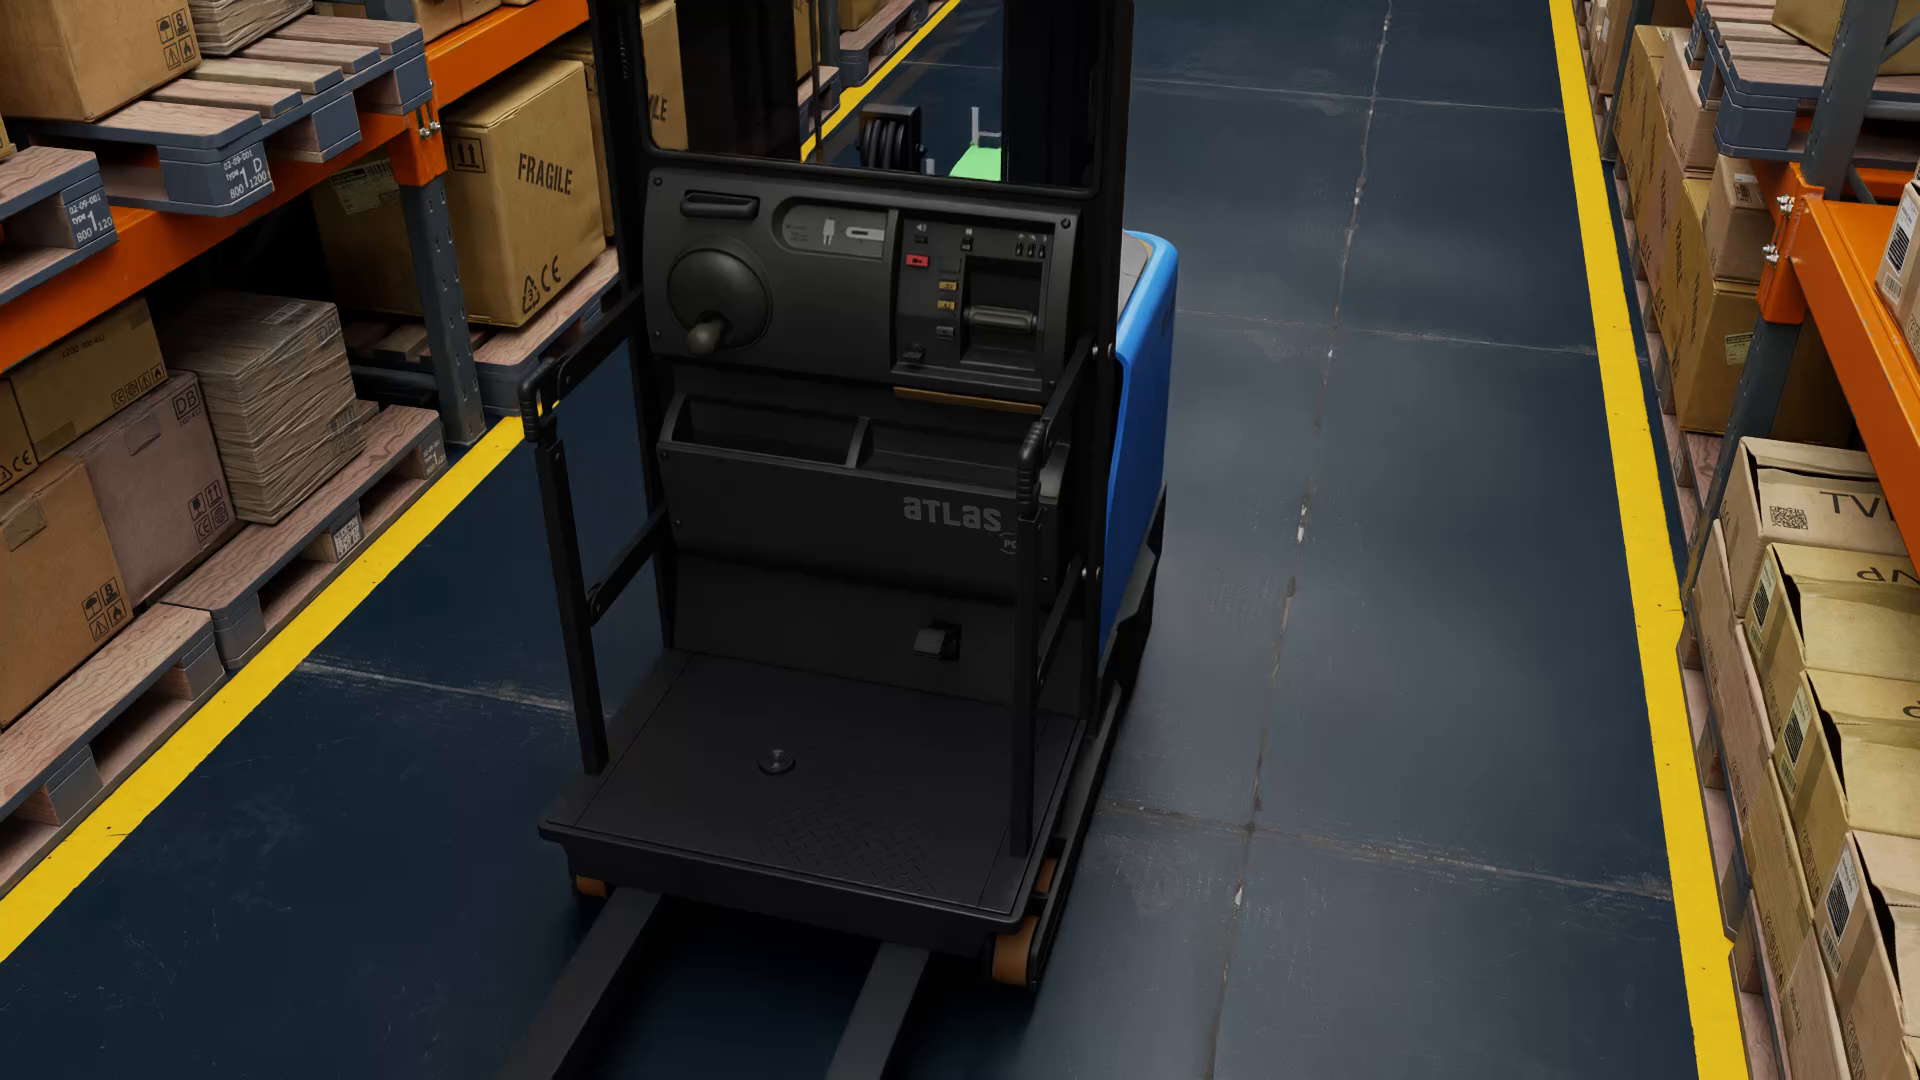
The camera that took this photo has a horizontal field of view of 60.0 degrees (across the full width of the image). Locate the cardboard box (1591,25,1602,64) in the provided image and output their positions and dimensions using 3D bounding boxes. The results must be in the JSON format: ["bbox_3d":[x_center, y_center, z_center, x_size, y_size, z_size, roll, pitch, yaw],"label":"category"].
[{"bbox_3d":[3.555,-2.603,8.796,0.380,0.149,0.250,8,33,12],"label":"cardboard box"}]

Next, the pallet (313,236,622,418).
[{"bbox_3d":[-1.887,-0.902,6.473,1.003,0.211,1.213,8,33,12],"label":"pallet"}]

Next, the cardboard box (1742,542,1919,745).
[{"bbox_3d":[2.090,0.244,3.719,0.500,0.311,0.500,7,33,11],"label":"cardboard box"}]

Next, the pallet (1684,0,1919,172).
[{"bbox_3d":[2.736,-1.288,4.659,1.213,0.211,1.003,8,33,12],"label":"pallet"}]

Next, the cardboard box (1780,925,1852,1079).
[{"bbox_3d":[1.832,1.005,3.045,0.500,0.250,0.500,9,33,13],"label":"cardboard box"}]

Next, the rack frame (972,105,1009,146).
[{"bbox_3d":[0.156,-0.811,5.408,0.240,1.200,0.015,9,33,13],"label":"rack frame"}]

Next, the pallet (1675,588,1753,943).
[{"bbox_3d":[2.386,0.591,4.124,1.003,0.211,1.213,8,33,12],"label":"pallet"}]

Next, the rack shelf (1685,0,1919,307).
[{"bbox_3d":[3.140,-1.742,5.865,1.077,0.370,4.000,8,33,12],"label":"rack shelf"}]

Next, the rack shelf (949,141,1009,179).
[{"bbox_3d":[0.090,-1.036,4.986,0.258,0.148,0.480,9,33,13],"label":"rack shelf"}]

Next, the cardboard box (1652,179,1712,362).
[{"bbox_3d":[2.774,-0.924,5.828,0.500,0.500,0.500,7,33,11],"label":"cardboard box"}]

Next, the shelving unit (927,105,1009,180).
[{"bbox_3d":[0.090,-0.685,5.210,0.258,1.200,0.503,9,33,13],"label":"shelving unit"}]

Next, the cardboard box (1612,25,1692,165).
[{"bbox_3d":[3.289,-1.996,7.514,0.500,0.500,0.500,7,33,10],"label":"cardboard box"}]

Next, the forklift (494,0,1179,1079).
[{"bbox_3d":[-0.276,-0.483,3.277,1.130,2.935,3.031,9,33,13],"label":"forklift"}]

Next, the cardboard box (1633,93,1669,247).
[{"bbox_3d":[3.030,-1.460,6.670,0.500,0.500,0.500,8,33,13],"label":"cardboard box"}]

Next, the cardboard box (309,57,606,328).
[{"bbox_3d":[-1.847,-1.314,6.133,0.750,0.750,0.750,8,33,12],"label":"cardboard box"}]

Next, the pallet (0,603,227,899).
[{"bbox_3d":[-2.671,0.533,4.215,1.003,0.211,1.213,8,33,12],"label":"pallet"}]

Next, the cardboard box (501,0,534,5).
[{"bbox_3d":[-1.631,-1.978,5.781,0.380,0.149,0.250,9,34,14],"label":"cardboard box"}]

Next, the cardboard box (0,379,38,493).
[{"bbox_3d":[-2.623,-0.192,3.977,0.500,0.250,0.500,8,33,12],"label":"cardboard box"}]

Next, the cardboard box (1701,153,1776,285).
[{"bbox_3d":[2.653,-1.002,5.251,0.500,0.250,0.500,9,34,14],"label":"cardboard box"}]

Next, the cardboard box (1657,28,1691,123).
[{"bbox_3d":[3.035,-1.794,6.497,0.500,0.250,0.500,8,33,12],"label":"cardboard box"}]

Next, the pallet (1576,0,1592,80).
[{"bbox_3d":[4.130,-2.898,9.612,1.003,0.211,1.213,8,33,12],"label":"pallet"}]

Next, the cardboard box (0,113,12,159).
[{"bbox_3d":[-2.564,-1.013,3.545,0.700,0.500,0.500,8,33,12],"label":"cardboard box"}]

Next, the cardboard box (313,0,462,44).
[{"bbox_3d":[-1.853,-1.722,5.378,0.380,0.149,0.250,8,33,12],"label":"cardboard box"}]

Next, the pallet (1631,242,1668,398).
[{"bbox_3d":[3.170,-0.844,6.381,1.003,0.211,1.213,8,33,12],"label":"pallet"}]

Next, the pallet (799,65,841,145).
[{"bbox_3d":[-1.268,-2.168,8.464,1.003,0.211,1.213,8,33,12],"label":"pallet"}]

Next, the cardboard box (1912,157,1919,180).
[{"bbox_3d":[2.498,-0.787,3.776,0.500,0.311,0.500,10,34,15],"label":"cardboard box"}]

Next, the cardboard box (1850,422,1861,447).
[{"bbox_3d":[3.152,-0.608,5.331,0.500,0.500,0.500,7,33,11],"label":"cardboard box"}]

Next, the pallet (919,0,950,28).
[{"bbox_3d":[-0.569,-3.598,10.713,1.003,0.211,1.213,8,33,12],"label":"pallet"}]

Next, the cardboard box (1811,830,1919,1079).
[{"bbox_3d":[1.829,0.776,2.883,0.500,0.311,0.500,8,33,12],"label":"cardboard box"}]

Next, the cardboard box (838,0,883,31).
[{"bbox_3d":[-0.856,-3.252,9.509,0.700,0.500,0.500,8,33,13],"label":"cardboard box"}]

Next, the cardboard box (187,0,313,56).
[{"bbox_3d":[-2.270,-1.663,4.566,0.700,0.500,0.500,4,33,7],"label":"cardboard box"}]

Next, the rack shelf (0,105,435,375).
[{"bbox_3d":[-2.668,-0.339,3.657,1.077,0.370,4.000,8,33,12],"label":"rack shelf"}]

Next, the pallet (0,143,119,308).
[{"bbox_3d":[-2.623,-0.566,3.524,1.003,0.211,1.213,8,33,12],"label":"pallet"}]

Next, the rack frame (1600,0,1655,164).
[{"bbox_3d":[3.647,-3.083,7.304,1.000,3.000,0.127,8,33,12],"label":"rack frame"}]

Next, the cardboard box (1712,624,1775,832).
[{"bbox_3d":[2.089,0.468,3.889,0.500,0.250,0.500,7,33,11],"label":"cardboard box"}]

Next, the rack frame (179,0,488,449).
[{"bbox_3d":[-2.160,-1.680,5.097,1.000,3.000,0.127,8,33,12],"label":"rack frame"}]

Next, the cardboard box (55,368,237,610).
[{"bbox_3d":[-2.536,-0.179,4.655,0.700,0.500,0.500,8,33,12],"label":"cardboard box"}]
